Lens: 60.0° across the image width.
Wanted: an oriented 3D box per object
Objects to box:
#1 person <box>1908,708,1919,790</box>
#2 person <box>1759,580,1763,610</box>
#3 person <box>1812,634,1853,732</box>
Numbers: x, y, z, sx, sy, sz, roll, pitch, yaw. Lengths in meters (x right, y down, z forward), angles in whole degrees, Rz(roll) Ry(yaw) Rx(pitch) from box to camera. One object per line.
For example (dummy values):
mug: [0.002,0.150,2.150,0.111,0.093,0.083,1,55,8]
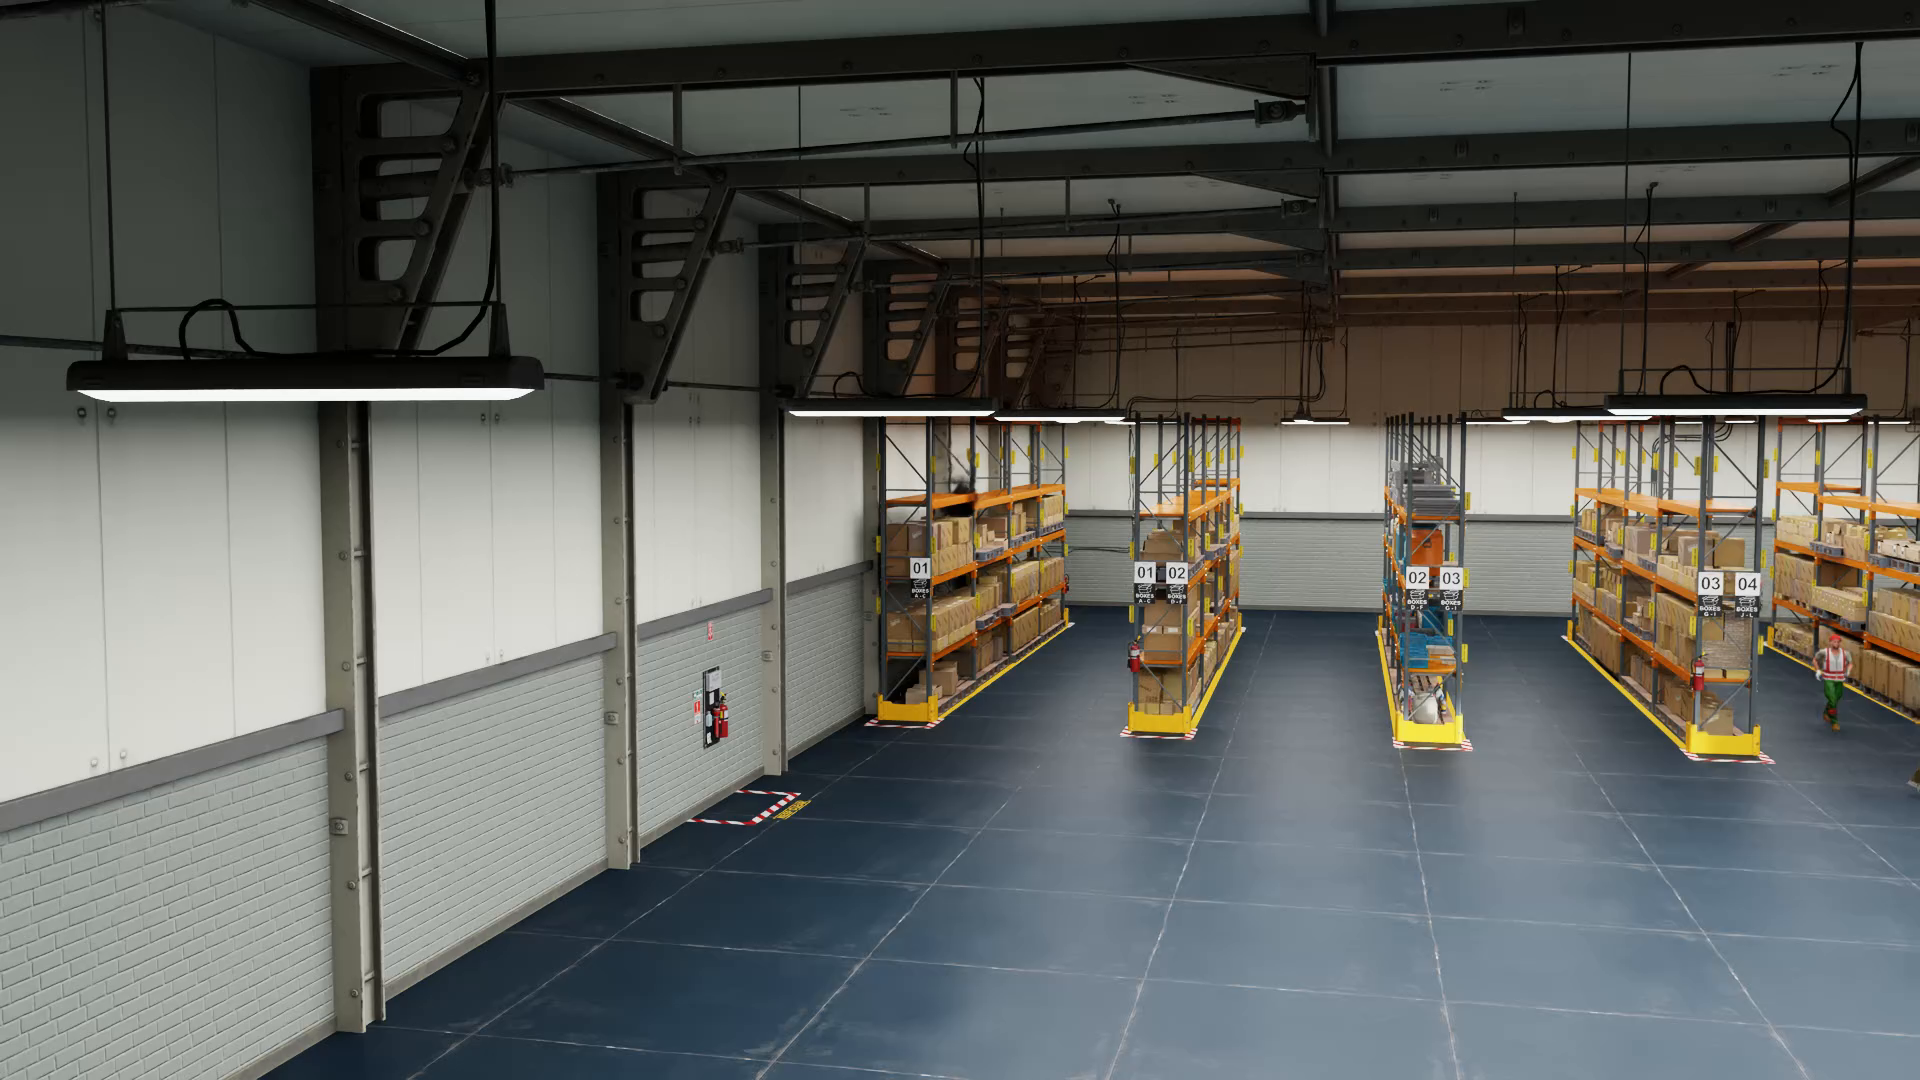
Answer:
person: [15.079,3.104,25.536,0.668,1.847,0.936,-4,5,-42]
person: [21.401,1.858,45.004,0.563,1.636,0.742,2,4,26]
person: [16.636,2.685,31.658,0.658,1.799,0.921,0,4,7]
